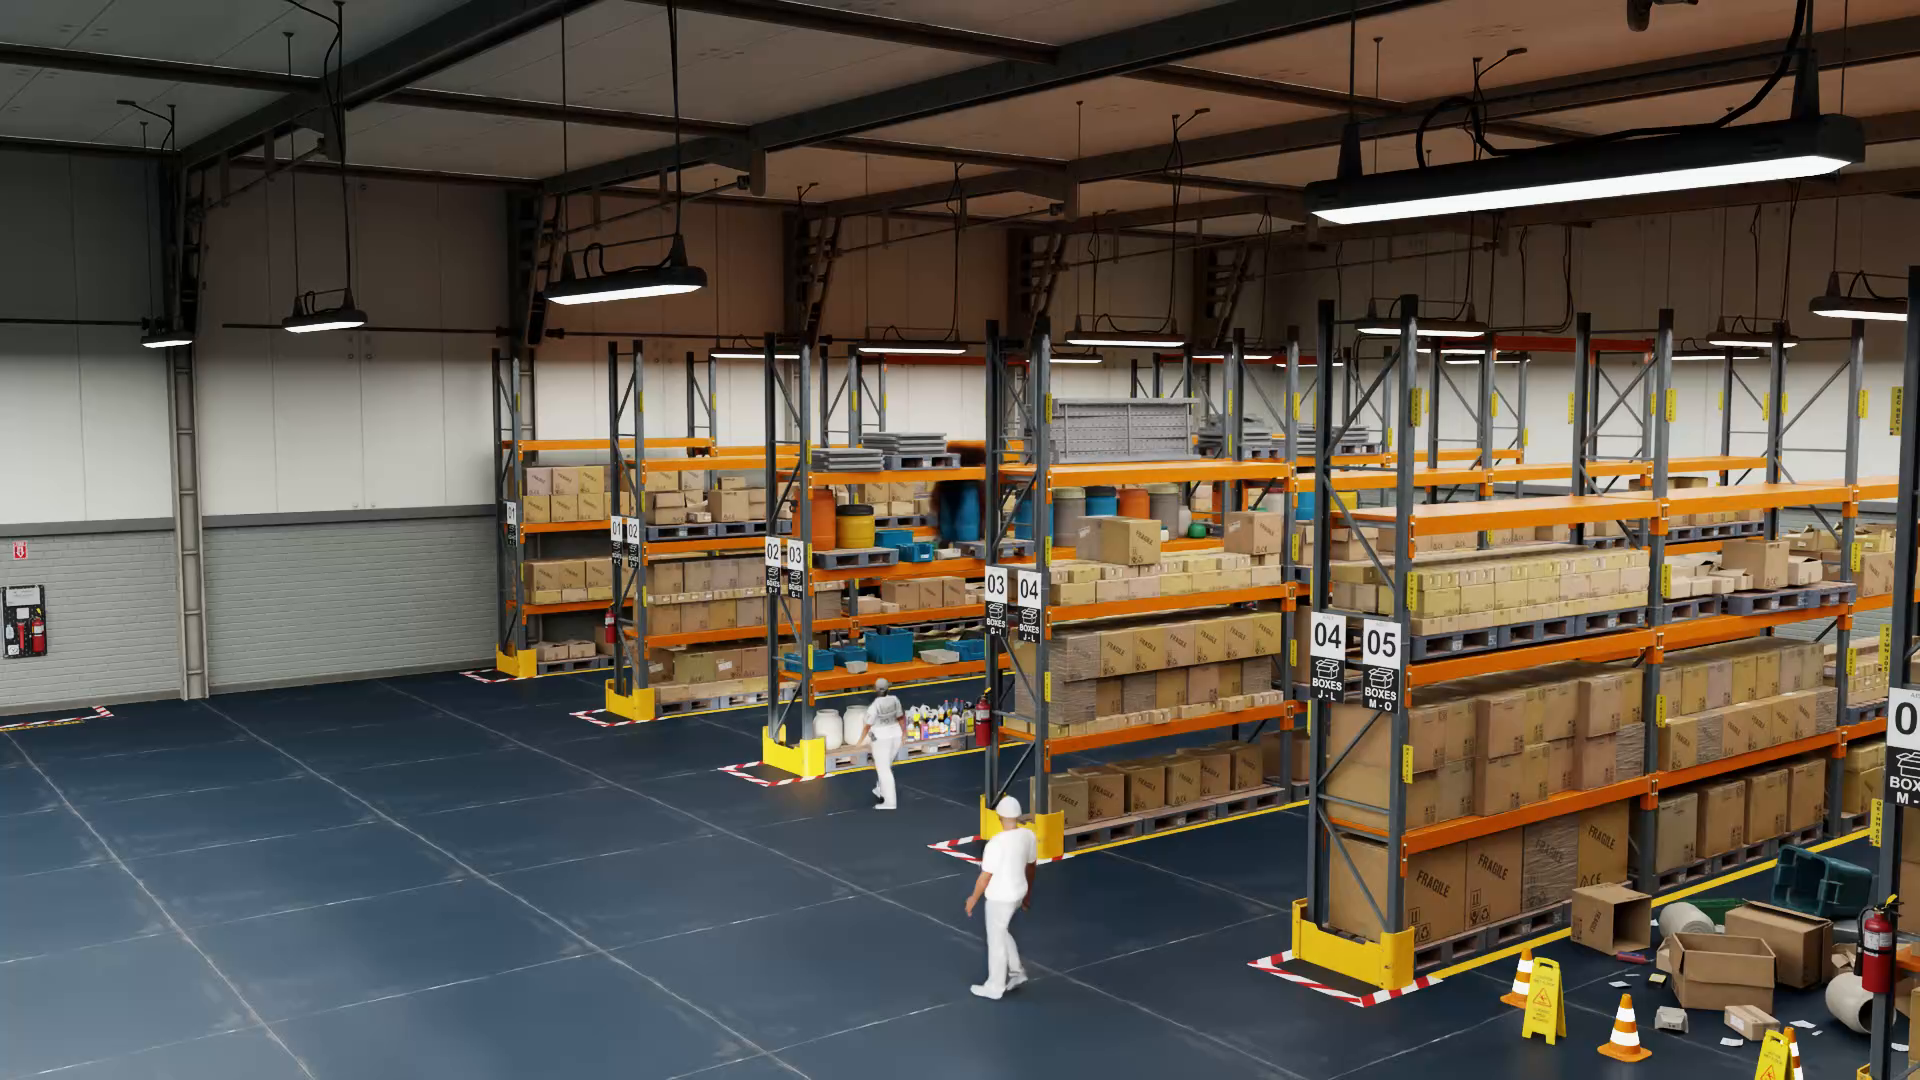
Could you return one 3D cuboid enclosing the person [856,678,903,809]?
[{"bbox_3d":[-0.979,2.517,20.932,0.758,1.629,0.659,4,6,37],"label":"person"}]

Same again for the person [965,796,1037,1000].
[{"bbox_3d":[0.345,3.058,14.211,0.545,1.787,0.590,3,6,28],"label":"person"}]
